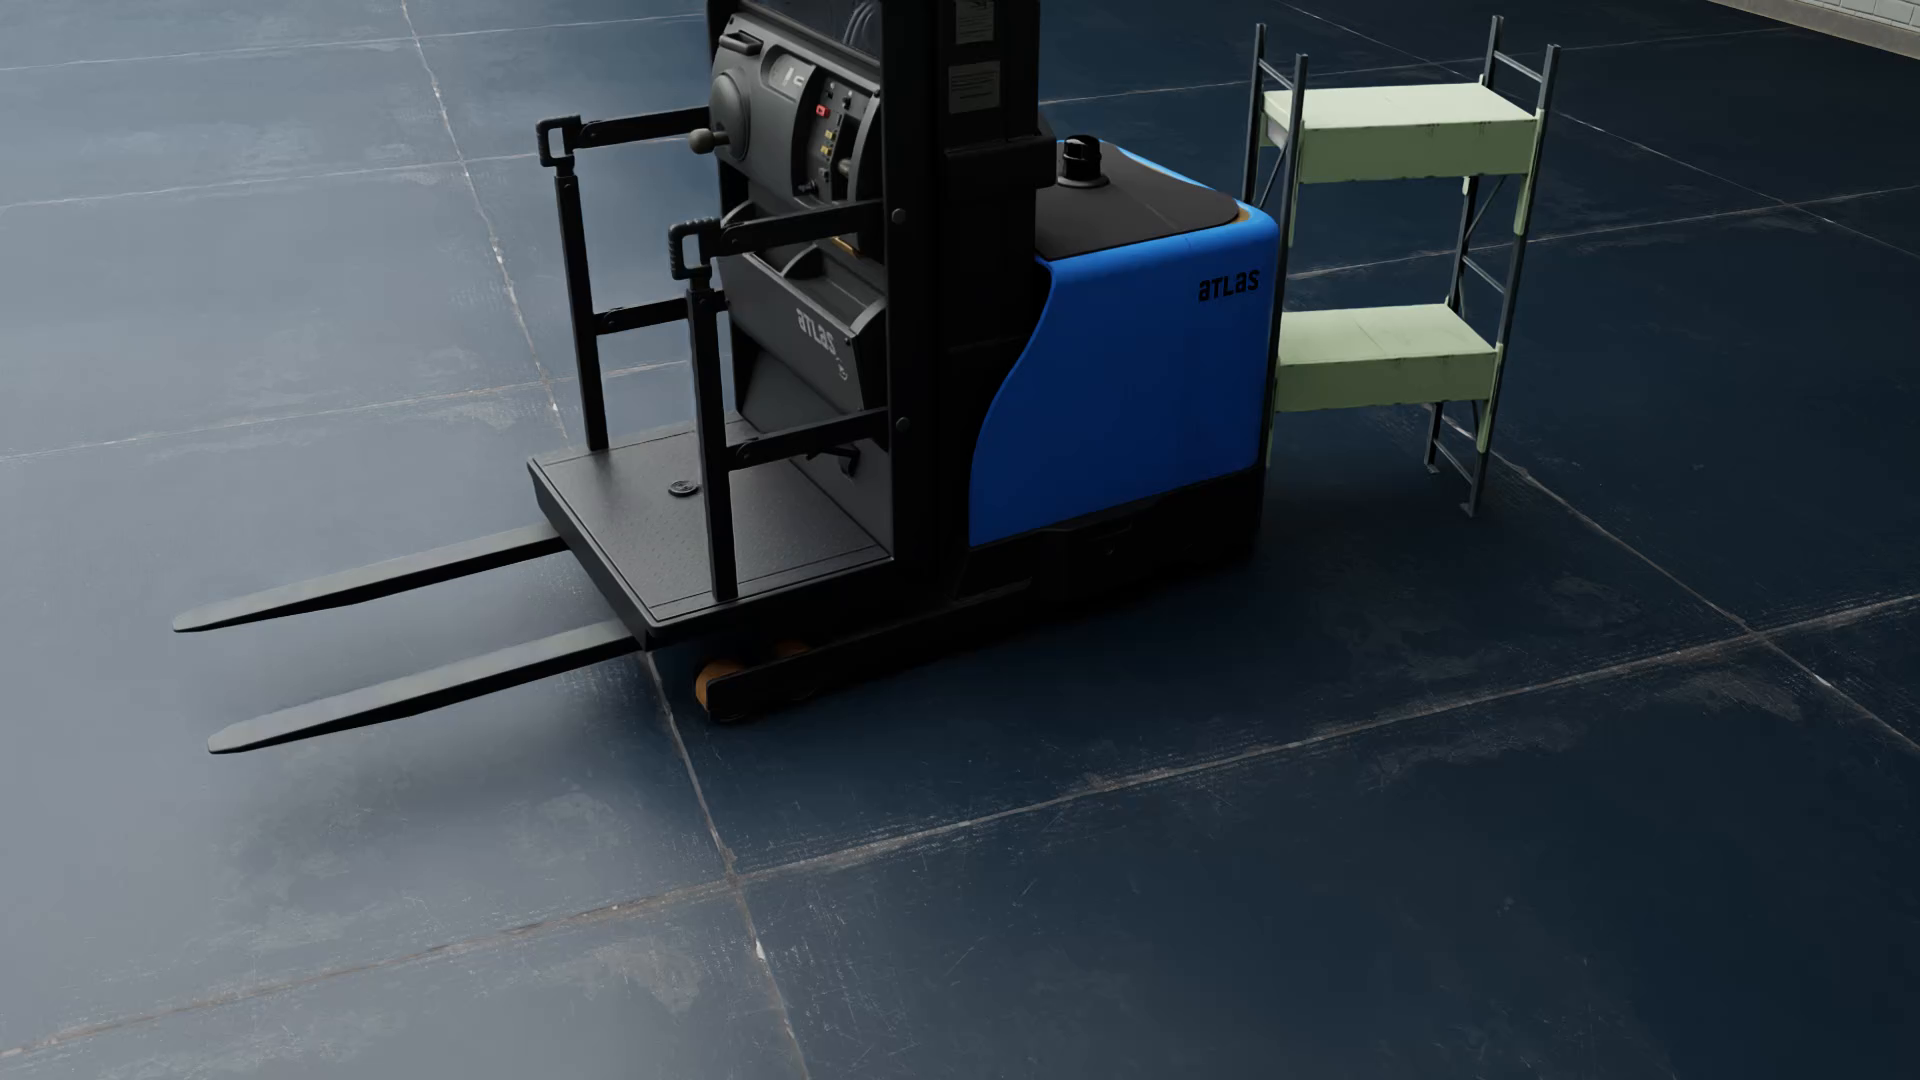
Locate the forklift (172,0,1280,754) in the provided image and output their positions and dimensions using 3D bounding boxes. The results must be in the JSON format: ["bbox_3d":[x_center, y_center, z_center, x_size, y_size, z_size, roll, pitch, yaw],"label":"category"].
[{"bbox_3d":[-0.617,-1.092,4.206,3.031,2.935,1.130,-16,33,-25],"label":"forklift"}]

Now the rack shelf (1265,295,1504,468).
[{"bbox_3d":[1.272,-0.510,5.289,0.720,0.370,0.431,-4,30,-7],"label":"rack shelf"}]

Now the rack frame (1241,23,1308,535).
[{"bbox_3d":[0.910,-0.766,5.080,0.023,1.500,0.400,-4,30,-7],"label":"rack frame"}]

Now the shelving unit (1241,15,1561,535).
[{"bbox_3d":[1.272,-0.793,5.127,0.755,1.500,0.431,-4,30,-7],"label":"shelving unit"}]

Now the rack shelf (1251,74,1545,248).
[{"bbox_3d":[1.272,-1.132,4.934,0.720,0.370,0.431,-4,30,-7],"label":"rack shelf"}]

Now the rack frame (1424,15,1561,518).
[{"bbox_3d":[1.634,-0.820,5.175,0.023,1.500,0.400,-4,30,-7],"label":"rack frame"}]
